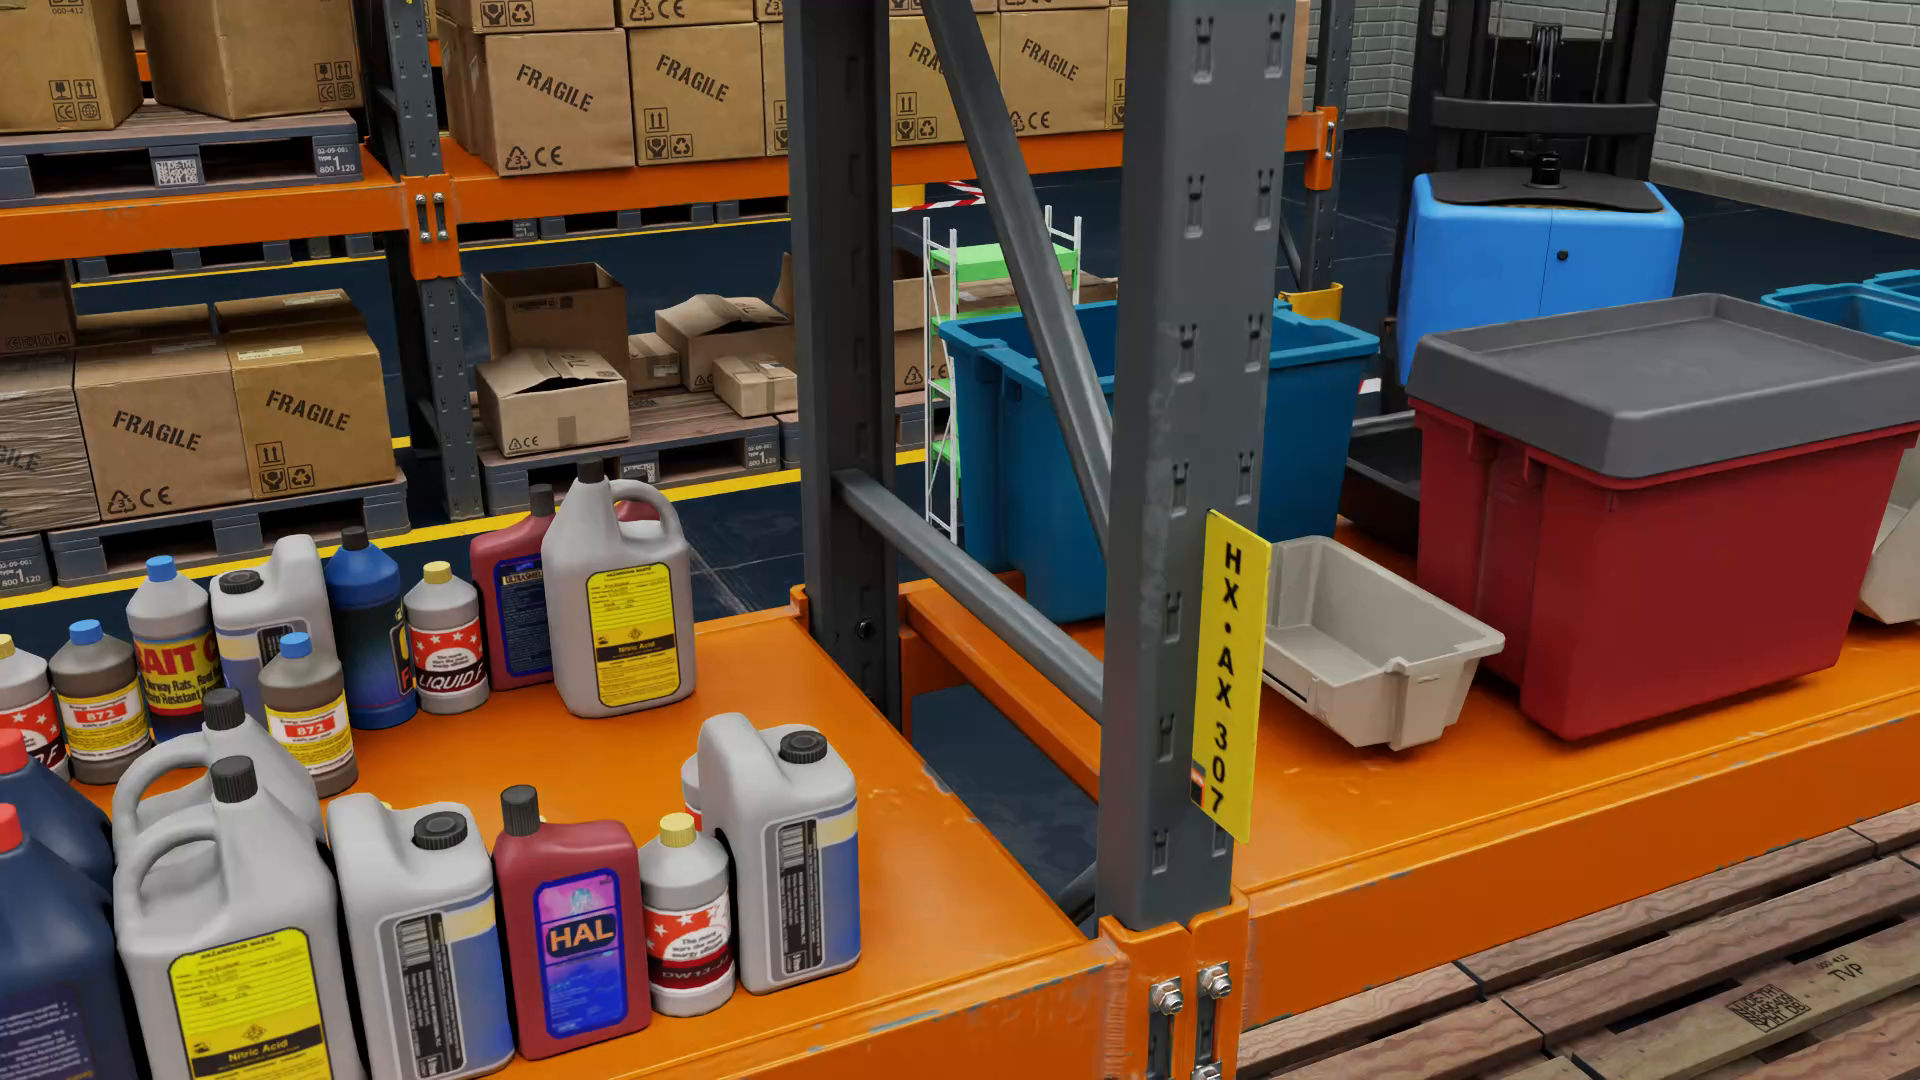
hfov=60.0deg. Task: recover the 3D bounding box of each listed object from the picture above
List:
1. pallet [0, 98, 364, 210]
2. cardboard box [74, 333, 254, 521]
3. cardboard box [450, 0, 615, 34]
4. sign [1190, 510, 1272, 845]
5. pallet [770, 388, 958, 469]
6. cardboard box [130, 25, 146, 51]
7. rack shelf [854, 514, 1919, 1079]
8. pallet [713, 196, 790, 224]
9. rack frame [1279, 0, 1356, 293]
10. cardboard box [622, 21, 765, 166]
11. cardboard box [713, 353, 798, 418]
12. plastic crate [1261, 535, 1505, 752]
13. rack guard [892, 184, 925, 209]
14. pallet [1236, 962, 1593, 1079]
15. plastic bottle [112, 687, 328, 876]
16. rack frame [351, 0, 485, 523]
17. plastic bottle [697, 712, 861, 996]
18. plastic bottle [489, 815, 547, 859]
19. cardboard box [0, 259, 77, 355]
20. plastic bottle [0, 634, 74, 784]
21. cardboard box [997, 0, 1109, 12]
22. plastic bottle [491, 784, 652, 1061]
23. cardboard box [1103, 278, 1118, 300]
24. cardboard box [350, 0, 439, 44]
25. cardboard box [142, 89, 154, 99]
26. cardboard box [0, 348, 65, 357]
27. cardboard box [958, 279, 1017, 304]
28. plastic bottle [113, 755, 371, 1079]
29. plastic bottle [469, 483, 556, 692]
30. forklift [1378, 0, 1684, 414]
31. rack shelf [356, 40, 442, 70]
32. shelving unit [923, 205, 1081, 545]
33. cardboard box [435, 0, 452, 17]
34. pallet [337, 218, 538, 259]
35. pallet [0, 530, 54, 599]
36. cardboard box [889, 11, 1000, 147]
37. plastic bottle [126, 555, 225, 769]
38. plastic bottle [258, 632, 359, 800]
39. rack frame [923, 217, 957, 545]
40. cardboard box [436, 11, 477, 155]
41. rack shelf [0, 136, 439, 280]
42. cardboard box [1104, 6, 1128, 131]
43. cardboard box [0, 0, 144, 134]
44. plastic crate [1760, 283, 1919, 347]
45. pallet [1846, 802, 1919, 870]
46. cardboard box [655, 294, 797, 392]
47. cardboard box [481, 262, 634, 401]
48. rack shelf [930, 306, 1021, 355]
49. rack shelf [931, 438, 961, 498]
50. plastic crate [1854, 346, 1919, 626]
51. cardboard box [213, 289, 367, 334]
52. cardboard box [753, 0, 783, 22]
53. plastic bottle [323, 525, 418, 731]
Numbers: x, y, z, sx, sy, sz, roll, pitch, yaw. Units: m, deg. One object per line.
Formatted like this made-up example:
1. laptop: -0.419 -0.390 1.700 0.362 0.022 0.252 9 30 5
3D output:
1. pallet: -2.885 -1.449 6.079 1.213 0.211 1.003 -10 25 -24
2. cardboard box: -2.888 -0.421 6.038 0.500 0.500 0.500 -10 25 -23
3. cardboard box: -1.572 -2.122 6.016 0.500 0.500 0.500 -10 24 -22
4. sign: 0.264 0.137 1.635 0.005 0.325 0.100 -10 25 -24
5. pallet: -0.398 -0.661 7.572 1.213 0.211 1.003 -10 25 -24
6. cardboard box: -4.922 -3.001 9.881 0.250 0.149 0.380 -10 24 -22
7. rack shelf: 1.829 0.076 3.086 4.000 0.370 1.077 -10 25 -24
8. pallet: -1.352 -2.555 12.145 1.213 0.211 1.003 -10 25 -24
9. rack frame: 1.486 -2.296 7.875 0.127 3.000 1.000 -10 25 -24
10. cardboard box: -1.081 -1.755 6.438 0.500 0.500 0.500 -10 24 -23
11. cardboard box: -0.871 -0.669 7.073 0.250 0.166 0.380 -10 25 -24
12. plastic crate: 0.508 0.141 2.253 0.243 0.136 0.396 -10 25 -24
13. rack guard: -0.644 -2.852 12.485 0.348 0.500 1.175 -10 25 -24
14. pallet: 0.673 1.228 3.007 1.213 0.211 1.003 -10 25 -24
15. plastic bottle: -0.722 0.313 1.635 0.185 0.351 0.144 -10 25 -24
16. rack frame: -2.118 -1.633 6.272 0.127 3.000 1.000 -10 25 -24
17. plastic bottle: -0.188 0.309 1.743 0.135 0.276 0.152 -10 25 -24
18. plastic bottle: -0.427 0.374 1.685 0.097 0.201 0.097 0 22 0
19. cardboard box: -3.561 -0.865 6.131 0.500 0.250 0.500 -10 25 -24
20. plastic bottle: -1.177 0.215 2.068 0.097 0.201 0.097 0 22 0
21. cardboard box: 0.284 -2.464 6.842 0.500 0.500 0.500 -10 24 -22
22. plastic bottle: -0.377 0.360 1.611 0.133 0.283 0.061 -10 25 -24
23. cardboard box: 0.735 -1.198 8.351 0.250 0.166 0.380 -10 25 -24
24. cardboard box: -3.774 -3.562 10.541 0.700 0.700 0.980 -10 25 -23
25. cardboard box: -4.799 -2.387 10.357 0.750 0.750 0.750 -10 25 -23
26. cardboard box: -3.589 -0.512 6.258 0.500 0.500 0.500 -10 25 -23
27. cardboard box: -0.028 -1.071 7.934 0.500 0.250 0.500 -10 25 -24
28. plastic bottle: -0.660 0.363 1.515 0.185 0.351 0.144 -10 25 -24
29. plastic bottle: -0.609 0.065 2.324 0.133 0.283 0.061 -10 25 -24
30. forklift: 2.669 -2.219 7.778 1.130 2.935 3.031 5 23 12
31. rack shelf: -2.468 -3.338 11.334 4.000 0.370 1.077 -10 25 -24
32. shelving unit: 0.149 -0.582 6.087 0.503 1.200 0.258 -10 25 -24
33. cardboard box: -1.775 -2.314 6.480 0.500 0.500 0.500 -10 25 -23
34. pallet: -3.551 -2.150 11.168 1.213 0.211 1.003 -10 25 -24
35. pallet: -3.935 0.008 5.955 1.213 0.211 1.003 -10 25 -24
36. cardboard box: -0.171 -1.922 6.842 0.500 0.500 0.500 -11 25 -24
37. plastic bottle: -1.002 0.151 2.133 0.097 0.271 0.097 0 22 0
38. plastic bottle: -0.814 0.213 2.073 0.097 0.201 0.097 0 22 0
39. rack frame: -0.071 -0.541 5.989 0.015 1.200 0.240 -10 25 -24
40. cardboard box: -1.779 -1.850 6.667 0.500 0.500 0.500 -10 25 -23
41. rack shelf: -3.920 -0.968 5.608 4.000 0.370 1.077 -10 25 -24
42. cardboard box: 0.735 -2.087 7.239 0.500 0.500 0.500 -10 25 -23
43. cardboard box: -3.234 -1.735 5.841 0.500 0.500 0.700 -6 23 -15
44. plastic crate: 1.809 -0.343 3.297 0.300 0.233 0.416 -10 25 -24
45. pallet: 2.871 0.823 3.985 1.213 0.211 1.003 -10 25 -24
46. cardboard box: -1.052 -0.910 7.467 0.500 0.311 0.500 -10 25 -24
47. cardboard box: -1.728 -0.873 7.130 0.500 0.500 0.500 -10 25 -24
48. rack shelf: 0.149 -0.745 6.019 0.480 0.148 0.258 -10 25 -24
49. rack shelf: 0.149 -0.301 6.203 0.480 0.148 0.258 -10 25 -24
50. plastic crate: 1.483 -0.088 2.616 0.530 0.282 0.437 -10 25 -24
51. cardboard box: -2.660 -0.685 6.675 0.500 0.500 0.500 -12 25 -26
52. cardboard box: -0.643 -2.293 6.429 0.500 0.500 0.500 -11 25 -25
53. plastic bottle: -0.793 0.112 2.226 0.097 0.271 0.097 0 22 0
